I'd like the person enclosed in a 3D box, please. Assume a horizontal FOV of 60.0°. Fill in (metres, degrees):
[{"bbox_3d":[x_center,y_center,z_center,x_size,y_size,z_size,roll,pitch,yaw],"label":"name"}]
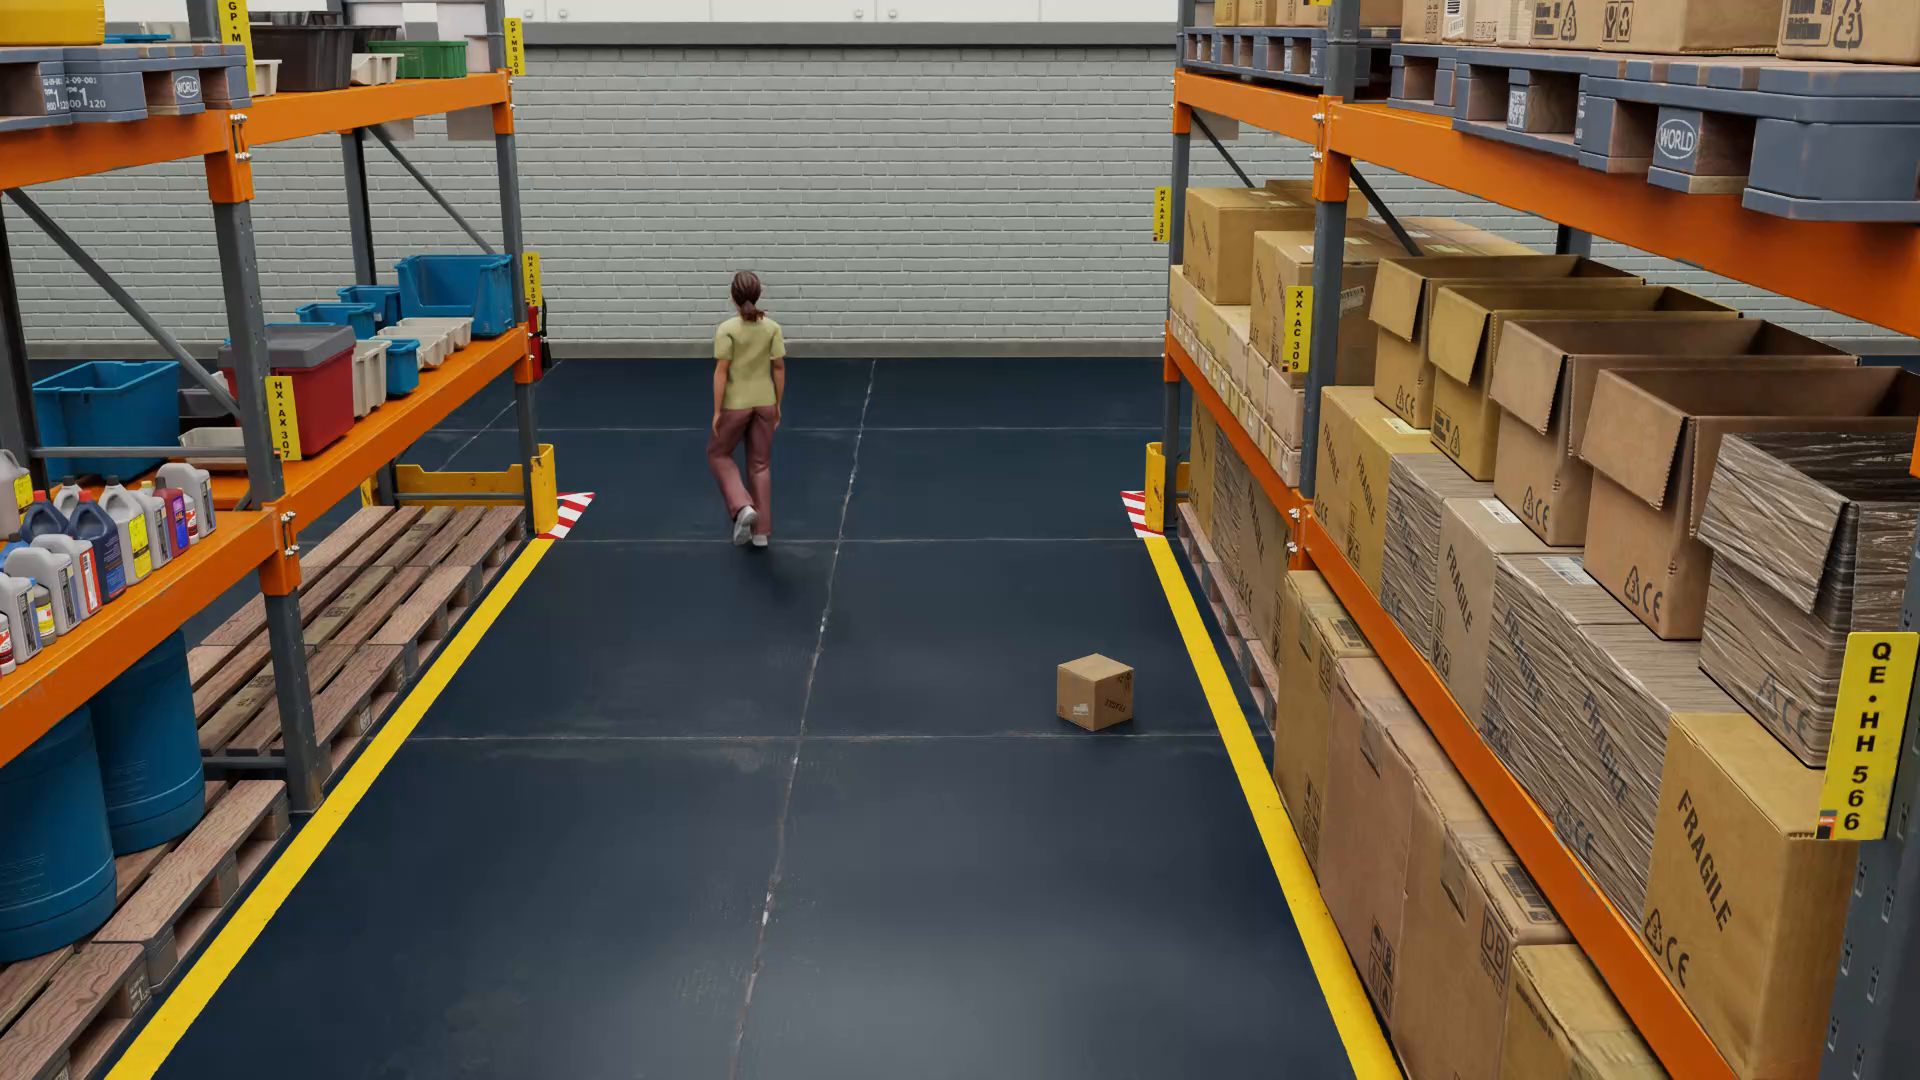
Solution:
[{"bbox_3d":[-1.279,-0.782,9.977,0.479,1.662,0.476,-8,19,-23],"label":"person"}]
